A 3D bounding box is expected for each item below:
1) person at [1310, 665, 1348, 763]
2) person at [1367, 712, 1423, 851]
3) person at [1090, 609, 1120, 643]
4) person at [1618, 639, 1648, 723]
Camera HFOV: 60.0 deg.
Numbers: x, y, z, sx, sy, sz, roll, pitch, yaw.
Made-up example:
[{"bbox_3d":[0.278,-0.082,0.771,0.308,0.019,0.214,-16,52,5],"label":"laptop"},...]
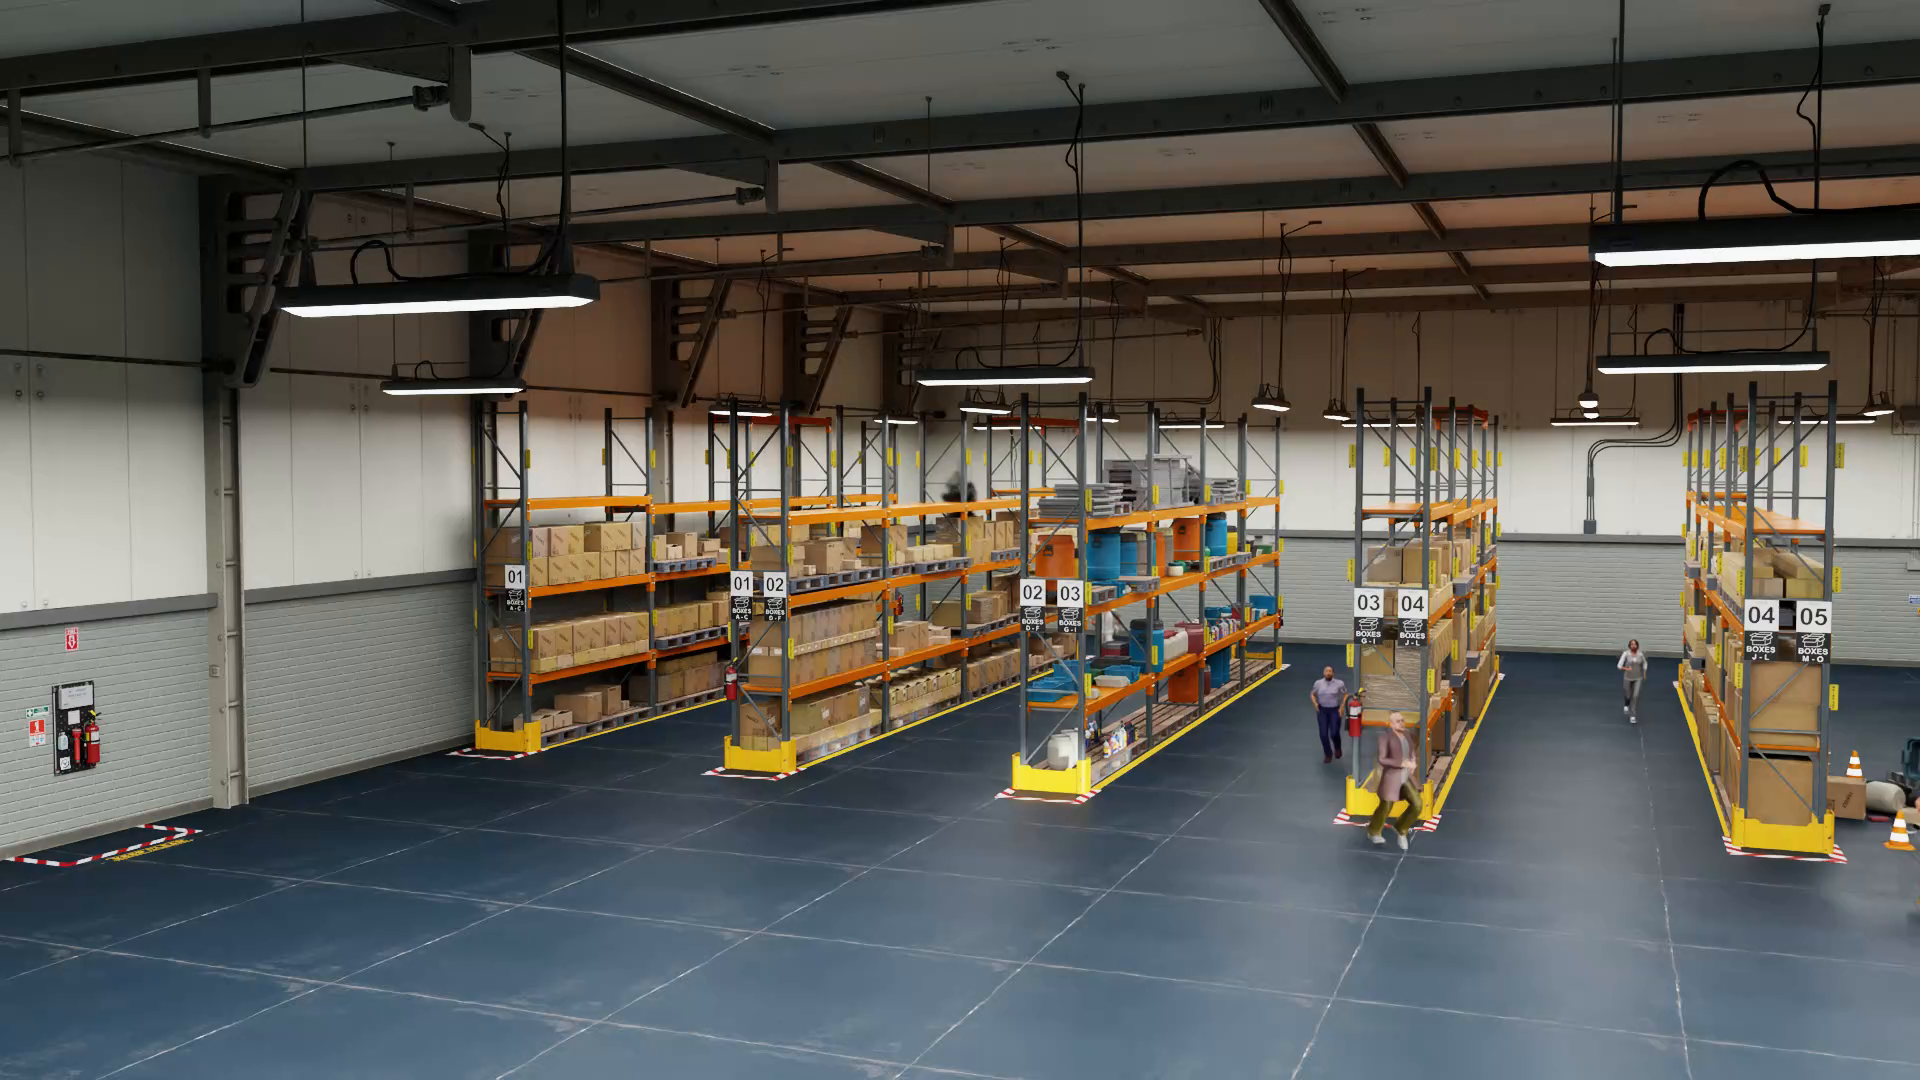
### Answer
[{"bbox_3d":[6.076,2.865,27.444,0.609,1.612,0.546,1,3,21],"label":"person"},{"bbox_3d":[5.605,3.077,21.275,0.733,1.769,0.926,-1,3,-22],"label":"person"},{"bbox_3d":[3.353,2.208,38.612,0.642,1.817,0.891,1,3,16],"label":"person"},{"bbox_3d":[12.823,2.667,31.706,0.550,1.574,0.744,1,3,15],"label":"person"}]
